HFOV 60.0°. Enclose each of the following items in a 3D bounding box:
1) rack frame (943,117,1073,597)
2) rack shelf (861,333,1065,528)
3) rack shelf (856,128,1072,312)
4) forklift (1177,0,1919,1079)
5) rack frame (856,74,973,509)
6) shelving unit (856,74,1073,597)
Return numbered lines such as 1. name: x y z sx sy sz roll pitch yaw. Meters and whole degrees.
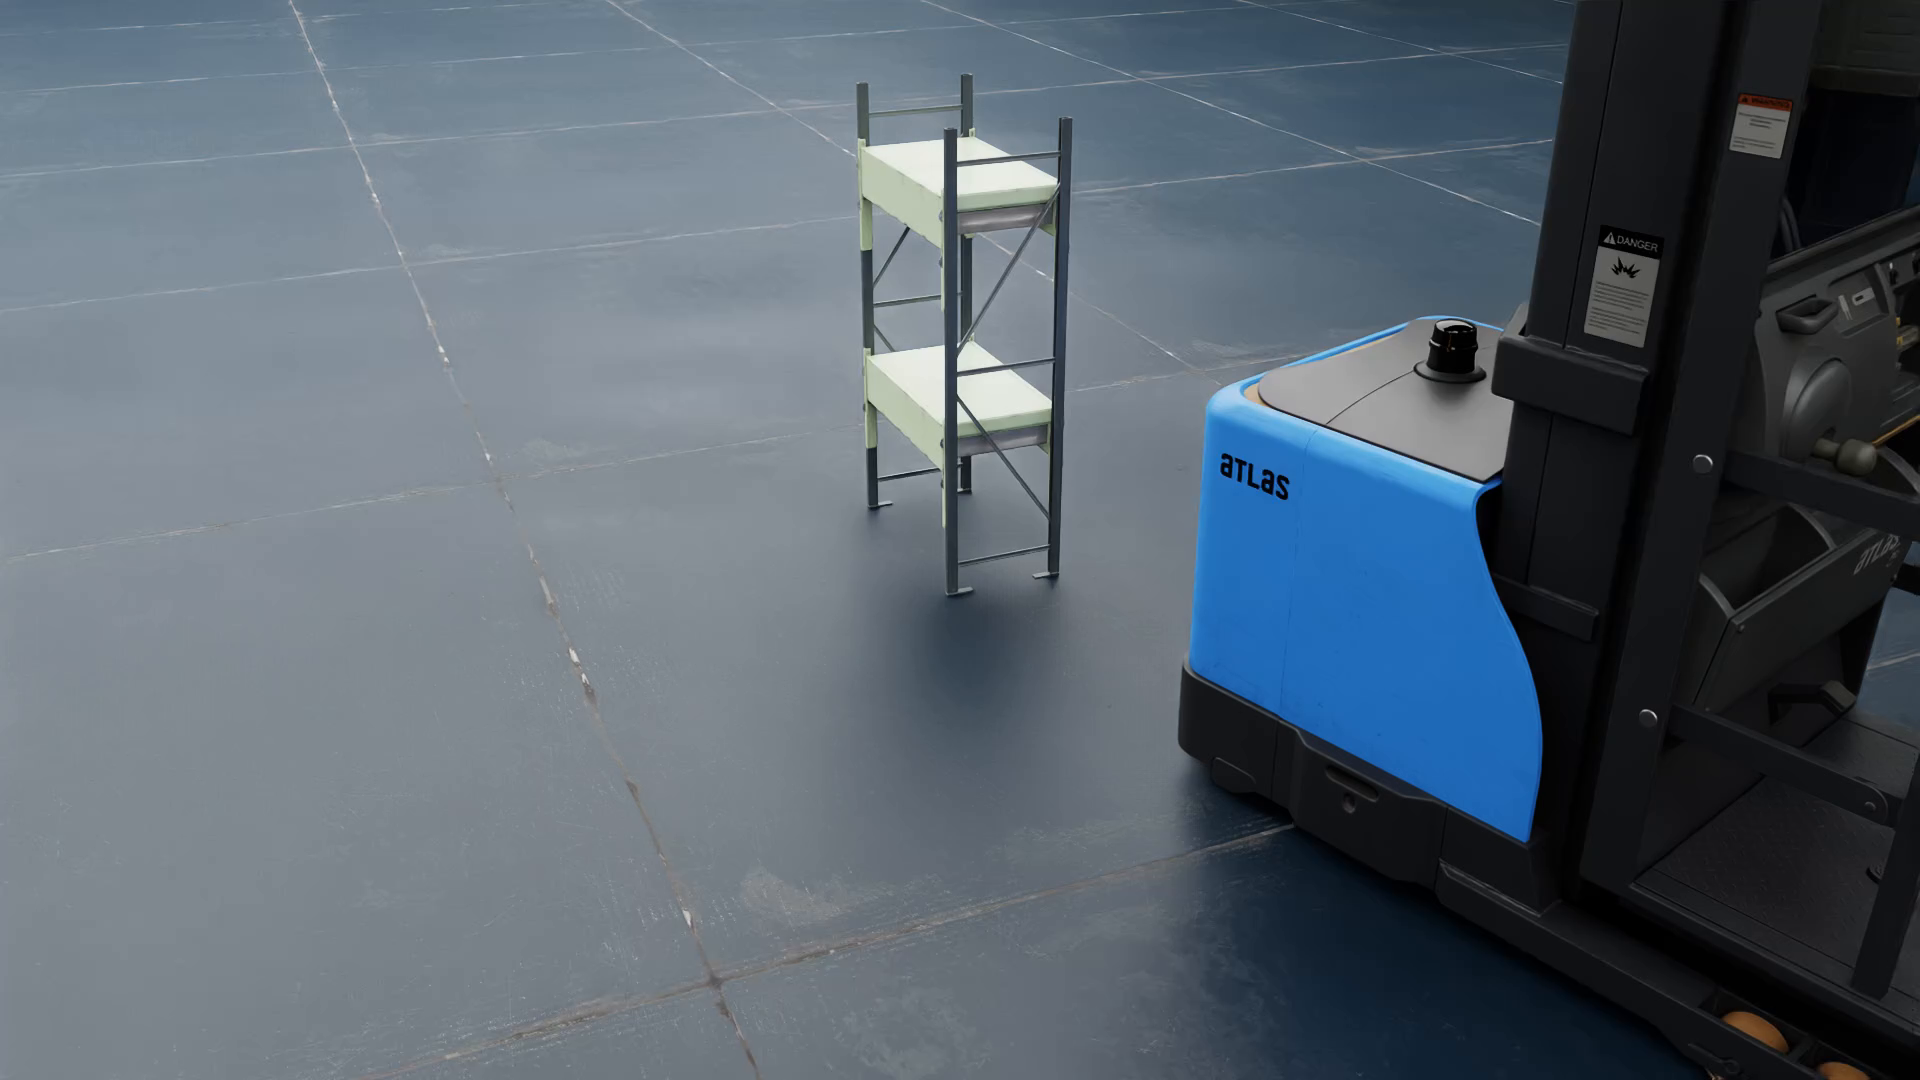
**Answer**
1. rack frame: 0.141 -0.529 5.124 0.400 1.500 0.023 -11 28 -21
2. rack shelf: -0.003 -0.384 5.569 0.431 0.370 0.720 -11 28 -21
3. rack shelf: -0.003 -1.027 5.255 0.431 0.370 0.720 -11 28 -21
4. forklift: 1.930 -0.364 3.156 1.130 2.935 3.031 -21 33 -36
5. rack frame: -0.146 -0.824 5.729 0.400 1.500 0.023 -11 28 -21
6. shelving unit: -0.003 -0.677 5.426 0.431 1.500 0.755 -11 28 -21
